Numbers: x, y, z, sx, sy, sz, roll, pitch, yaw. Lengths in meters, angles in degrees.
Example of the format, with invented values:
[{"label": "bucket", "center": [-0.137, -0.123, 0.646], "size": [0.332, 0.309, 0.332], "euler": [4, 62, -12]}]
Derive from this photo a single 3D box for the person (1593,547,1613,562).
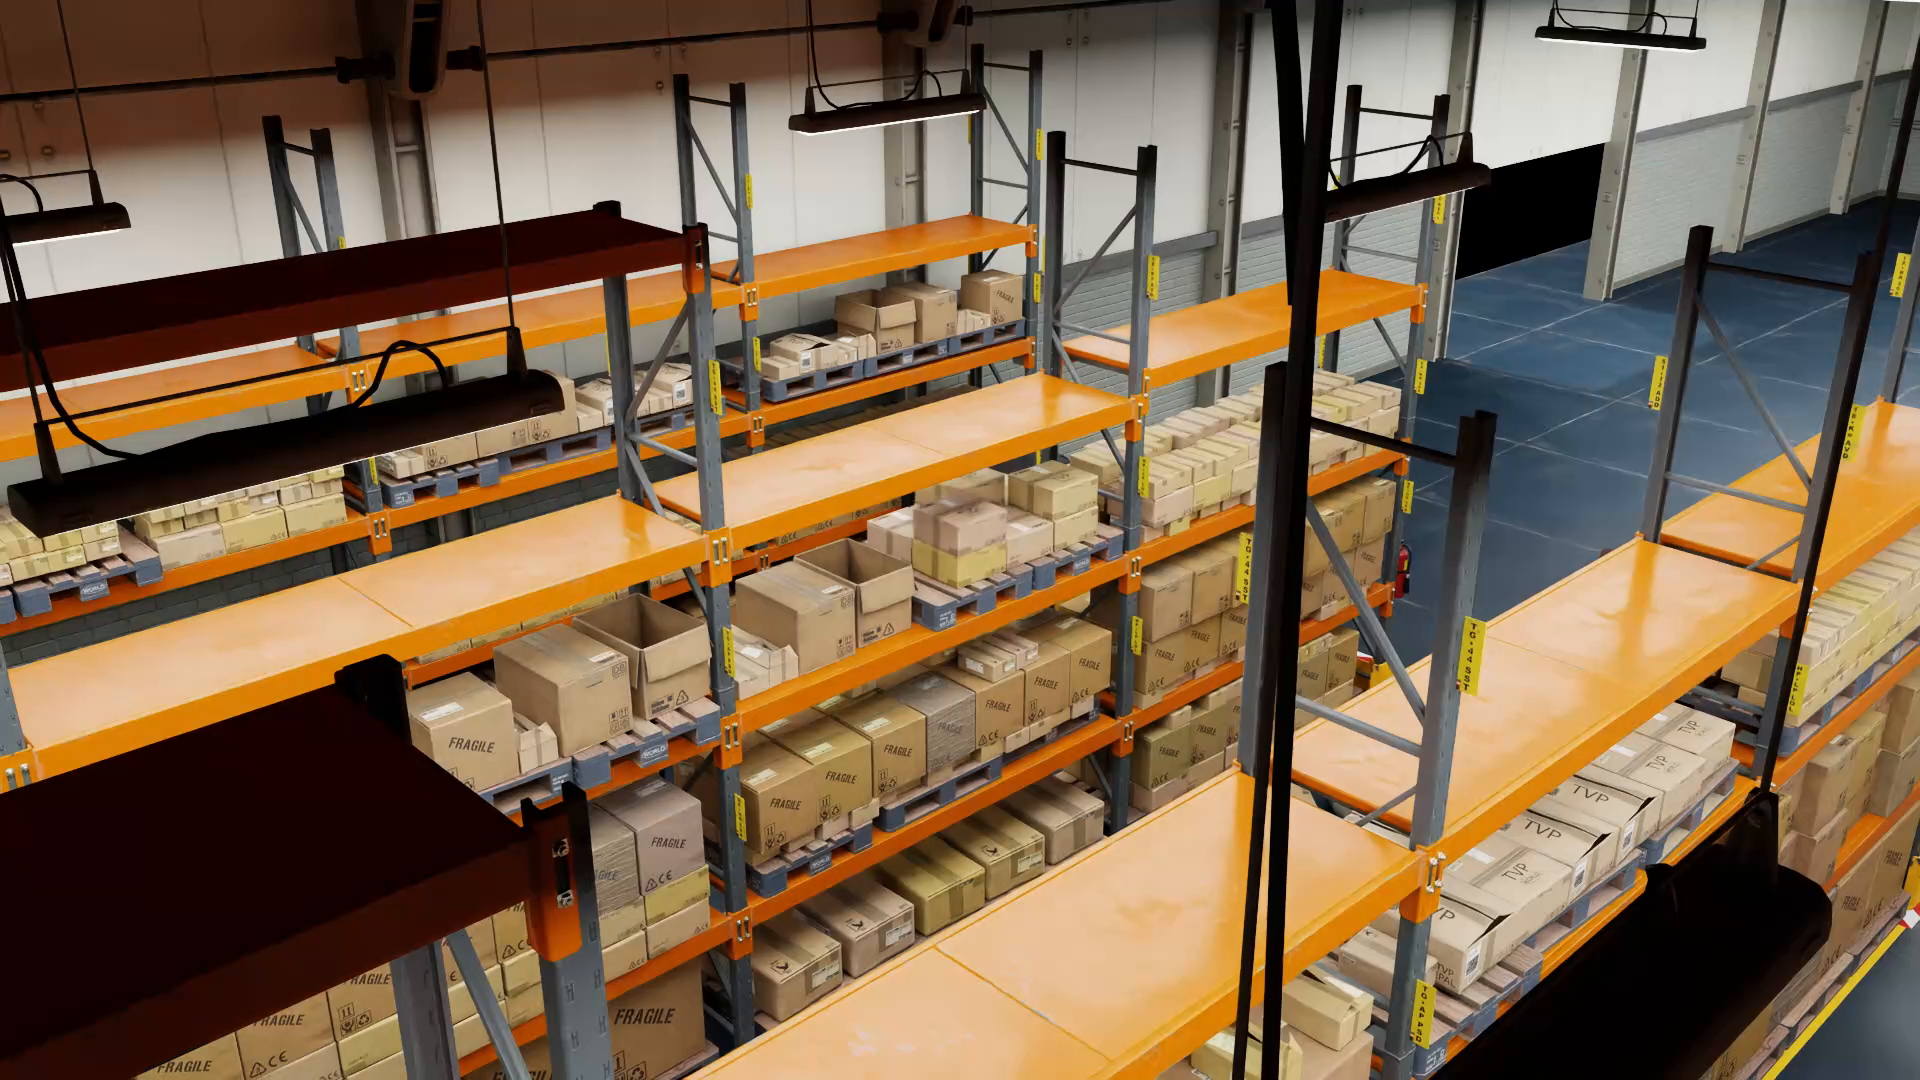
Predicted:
[{"label": "person", "center": [6.436, 0.848, 16.644], "size": [0.462, 1.641, 0.892], "euler": [-15, 27, -32]}]
